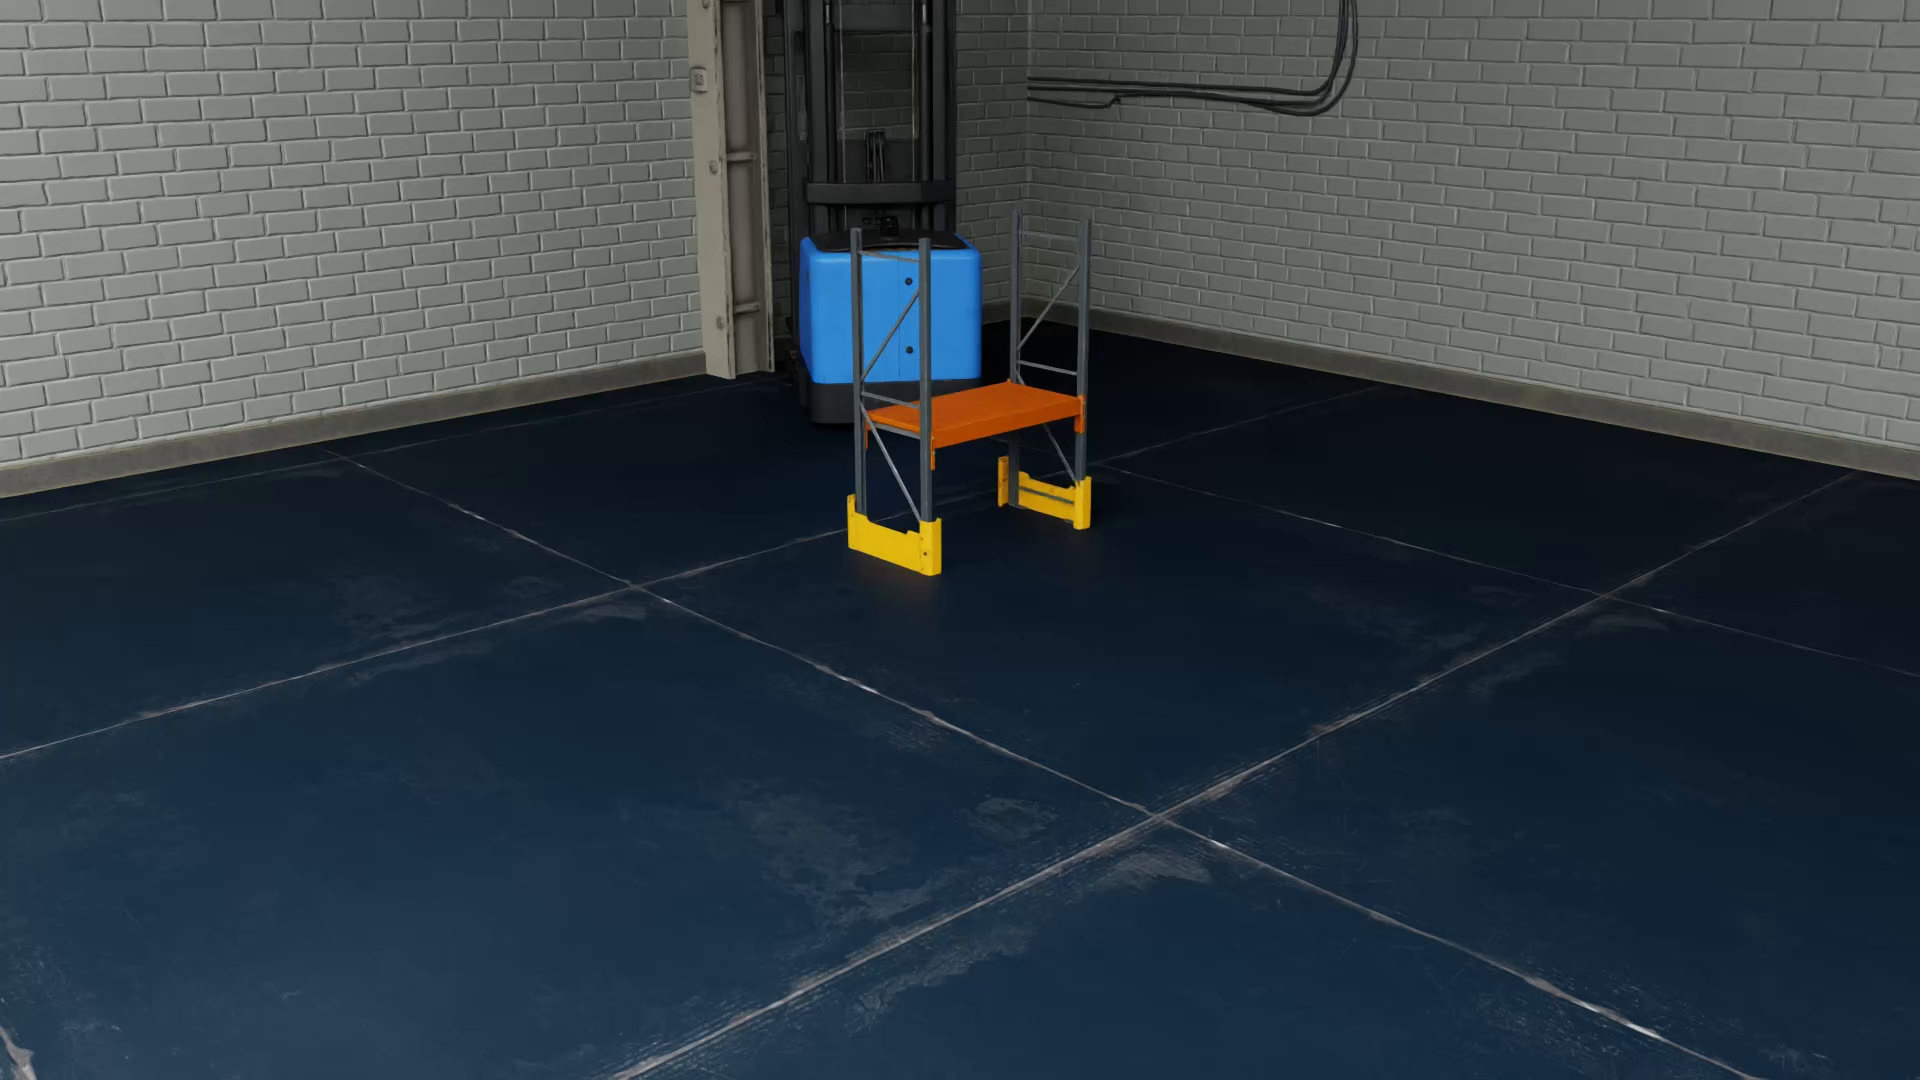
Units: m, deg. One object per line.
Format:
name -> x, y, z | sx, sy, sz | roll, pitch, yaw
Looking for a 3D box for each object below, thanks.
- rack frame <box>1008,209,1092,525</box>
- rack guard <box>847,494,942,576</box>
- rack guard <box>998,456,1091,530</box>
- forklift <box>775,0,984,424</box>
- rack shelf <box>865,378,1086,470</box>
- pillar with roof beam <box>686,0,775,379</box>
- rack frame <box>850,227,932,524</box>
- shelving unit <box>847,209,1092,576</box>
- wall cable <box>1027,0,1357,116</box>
rack frame -> 0.431, -0.839, 8.141 | 0.032, 1.500, 0.500 | -16, 24, -41
rack guard -> -0.306, -0.030, 7.670 | 0.087, 0.250, 0.587 | -16, 24, -41
rack guard -> 0.417, -0.241, 8.321 | 0.087, 0.250, 0.587 | -16, 24, -41
forklift -> -0.609, -2.498, 10.937 | 1.130, 2.935, 3.031 | -3, 18, -9
rack shelf -> 0.062, -0.560, 7.865 | 1.000, 0.185, 0.538 | -16, 24, -41
pillar with roof beam -> 1.422, -4.489, 7.239 | 0.400, 9.000, 9.100 | -16, 24, -41
rack frame -> -0.307, -0.624, 7.477 | 0.032, 1.500, 0.500 | -16, 24, -41
shelving unit -> 0.055, -0.730, 7.803 | 1.083, 1.500, 0.587 | -16, 24, -41
wall cable -> 1.513, -4.304, 11.705 | 0.112, 2.526, 3.097 | -16, 24, -41
